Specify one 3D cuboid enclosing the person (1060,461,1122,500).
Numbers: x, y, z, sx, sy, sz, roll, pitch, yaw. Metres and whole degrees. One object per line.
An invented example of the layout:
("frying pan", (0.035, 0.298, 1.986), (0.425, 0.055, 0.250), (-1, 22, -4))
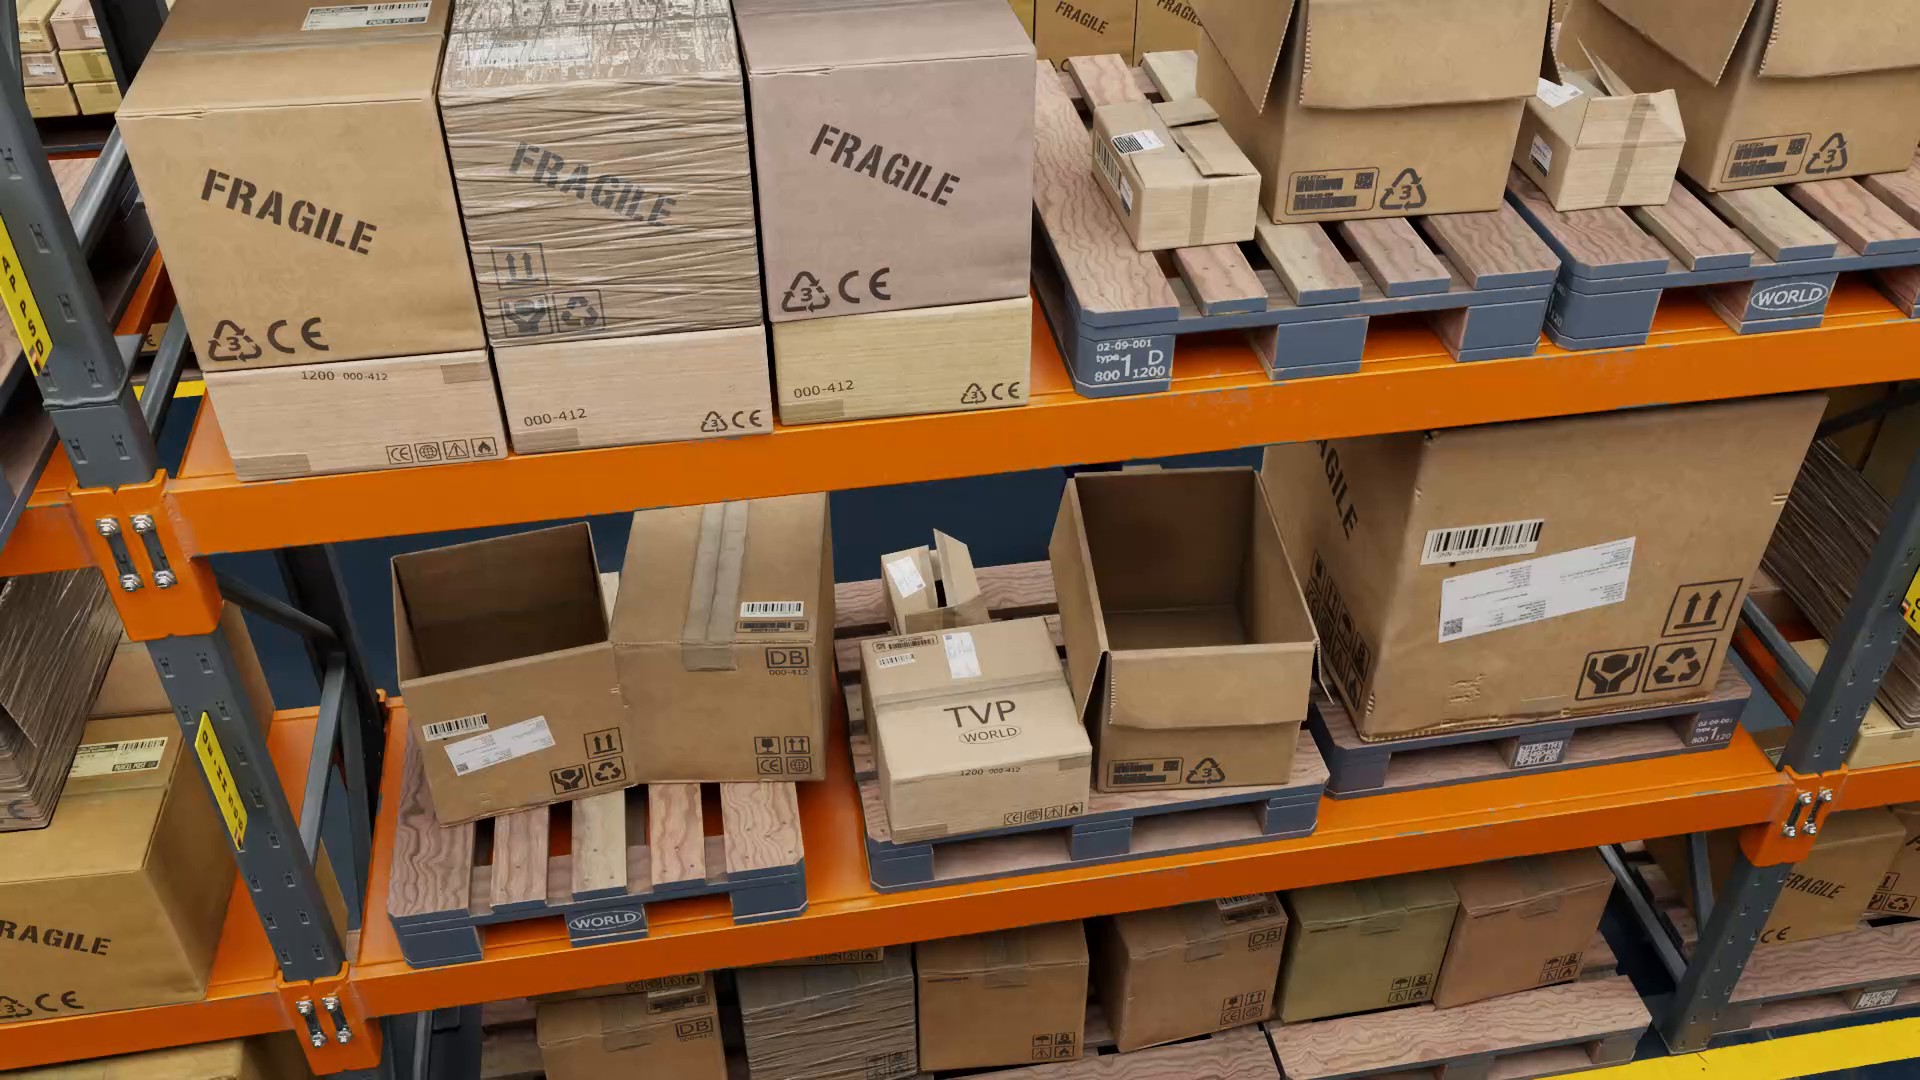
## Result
("person", (0.546, -0.508, 6.791), (0.425, 1.650, 0.554), (-8, 40, -10))
